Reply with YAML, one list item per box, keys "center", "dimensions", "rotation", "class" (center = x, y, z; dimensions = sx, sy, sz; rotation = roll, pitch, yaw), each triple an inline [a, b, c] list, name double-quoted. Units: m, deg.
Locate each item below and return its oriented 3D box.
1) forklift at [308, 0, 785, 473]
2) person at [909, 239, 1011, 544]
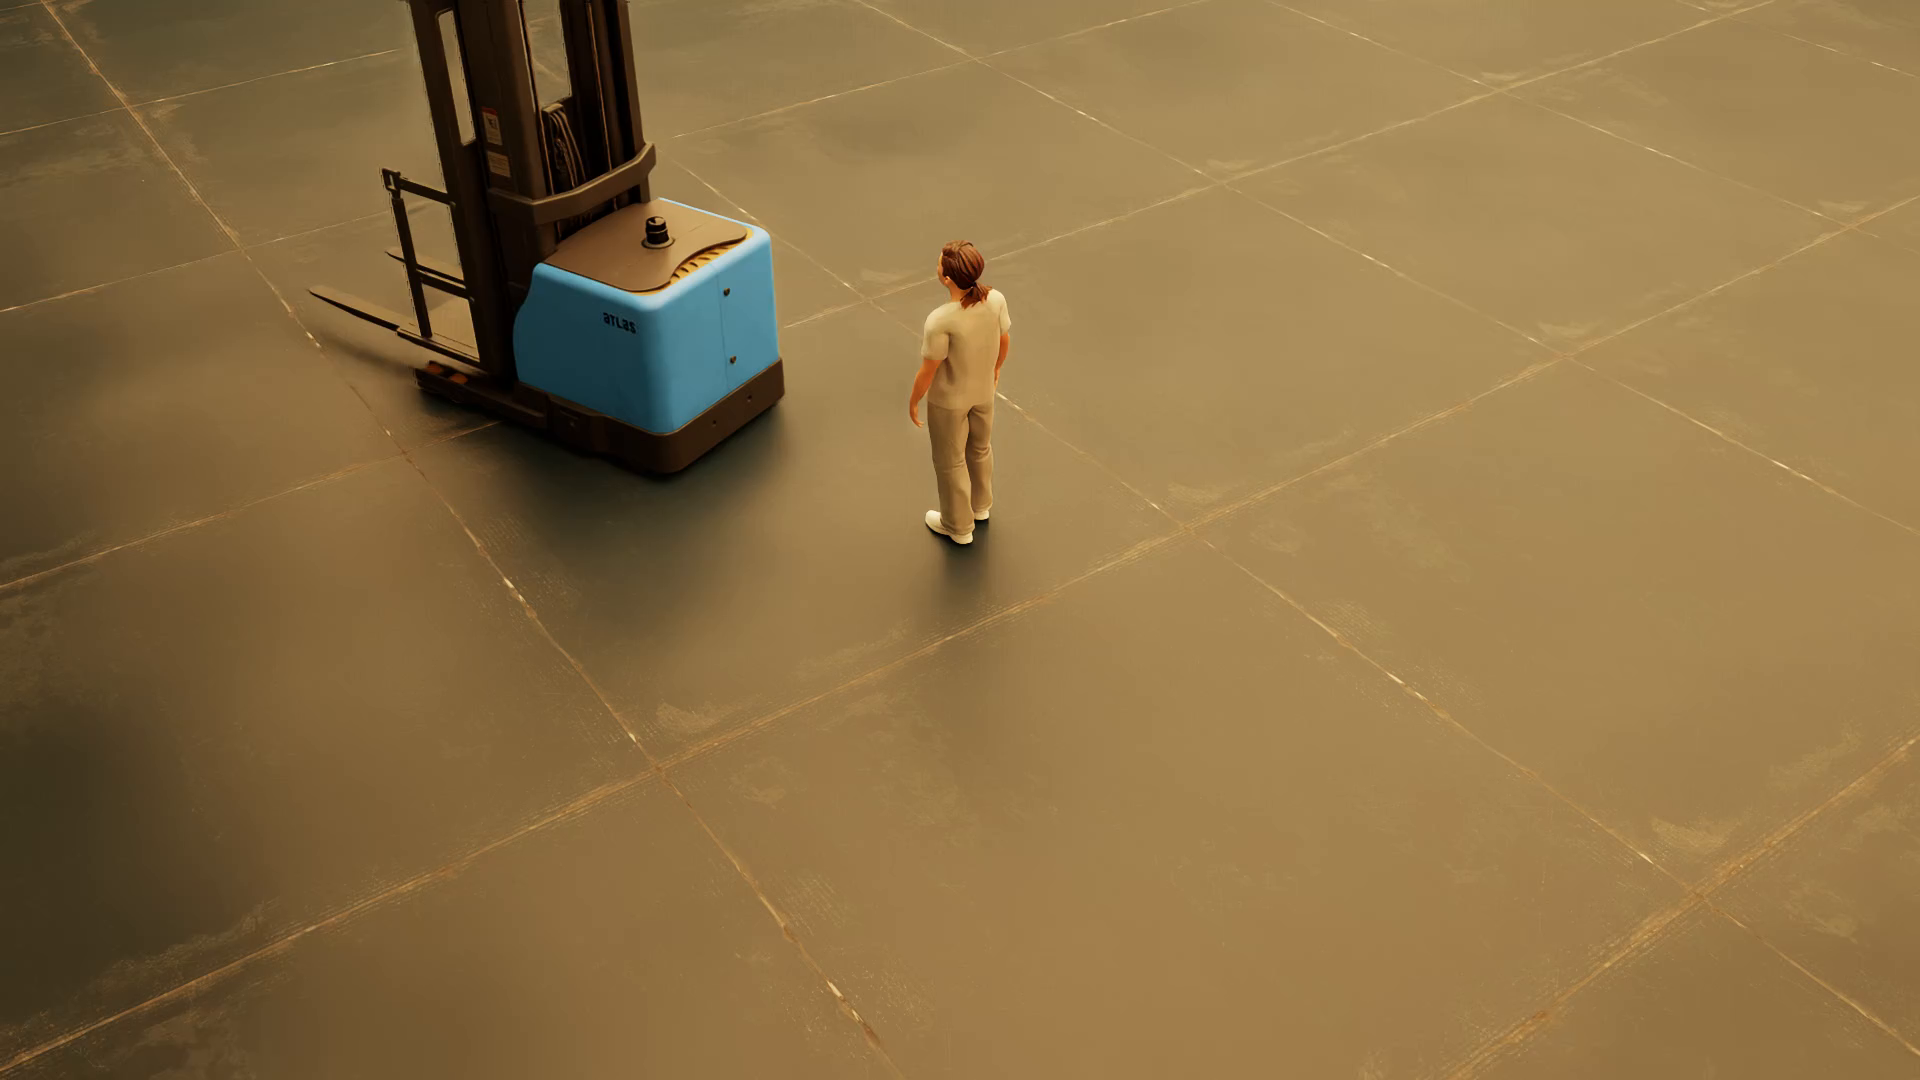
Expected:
- center: [-2.508, -2.198, 8.917]
  dimensions: [3.031, 2.935, 1.130]
  rotation: [21, 41, 26]
  class: "forklift"
- center: [-0.031, -0.716, 7.965]
  dimensions: [0.549, 1.665, 0.549]
  rotation: [-23, 42, -28]
  class: "person"
